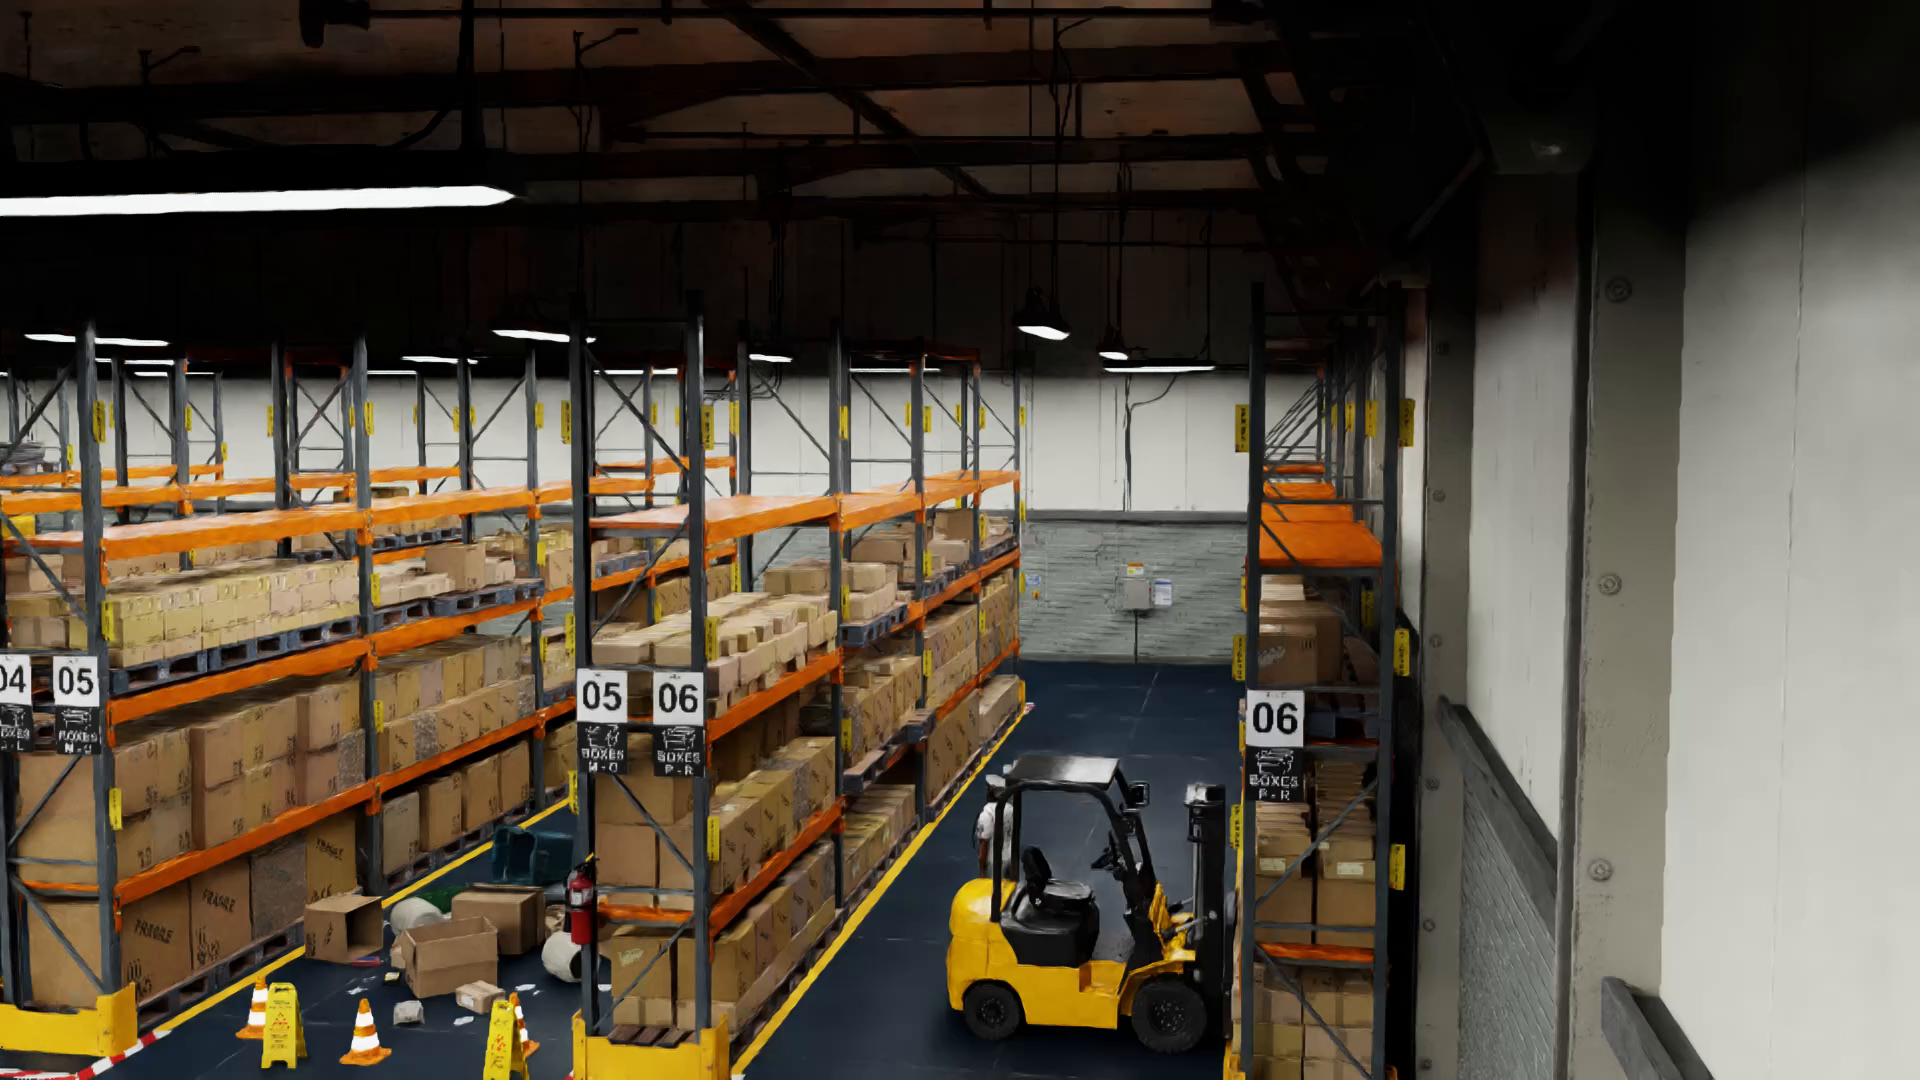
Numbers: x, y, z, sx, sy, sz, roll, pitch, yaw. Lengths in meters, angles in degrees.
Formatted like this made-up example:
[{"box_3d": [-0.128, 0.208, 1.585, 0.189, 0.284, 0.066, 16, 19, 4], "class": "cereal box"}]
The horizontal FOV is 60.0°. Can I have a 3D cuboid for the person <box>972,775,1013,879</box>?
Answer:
[{"box_3d": [0.303, 3.059, 15.694, 0.463, 1.676, 0.498, 4, 6, 40], "class": "person"}]
